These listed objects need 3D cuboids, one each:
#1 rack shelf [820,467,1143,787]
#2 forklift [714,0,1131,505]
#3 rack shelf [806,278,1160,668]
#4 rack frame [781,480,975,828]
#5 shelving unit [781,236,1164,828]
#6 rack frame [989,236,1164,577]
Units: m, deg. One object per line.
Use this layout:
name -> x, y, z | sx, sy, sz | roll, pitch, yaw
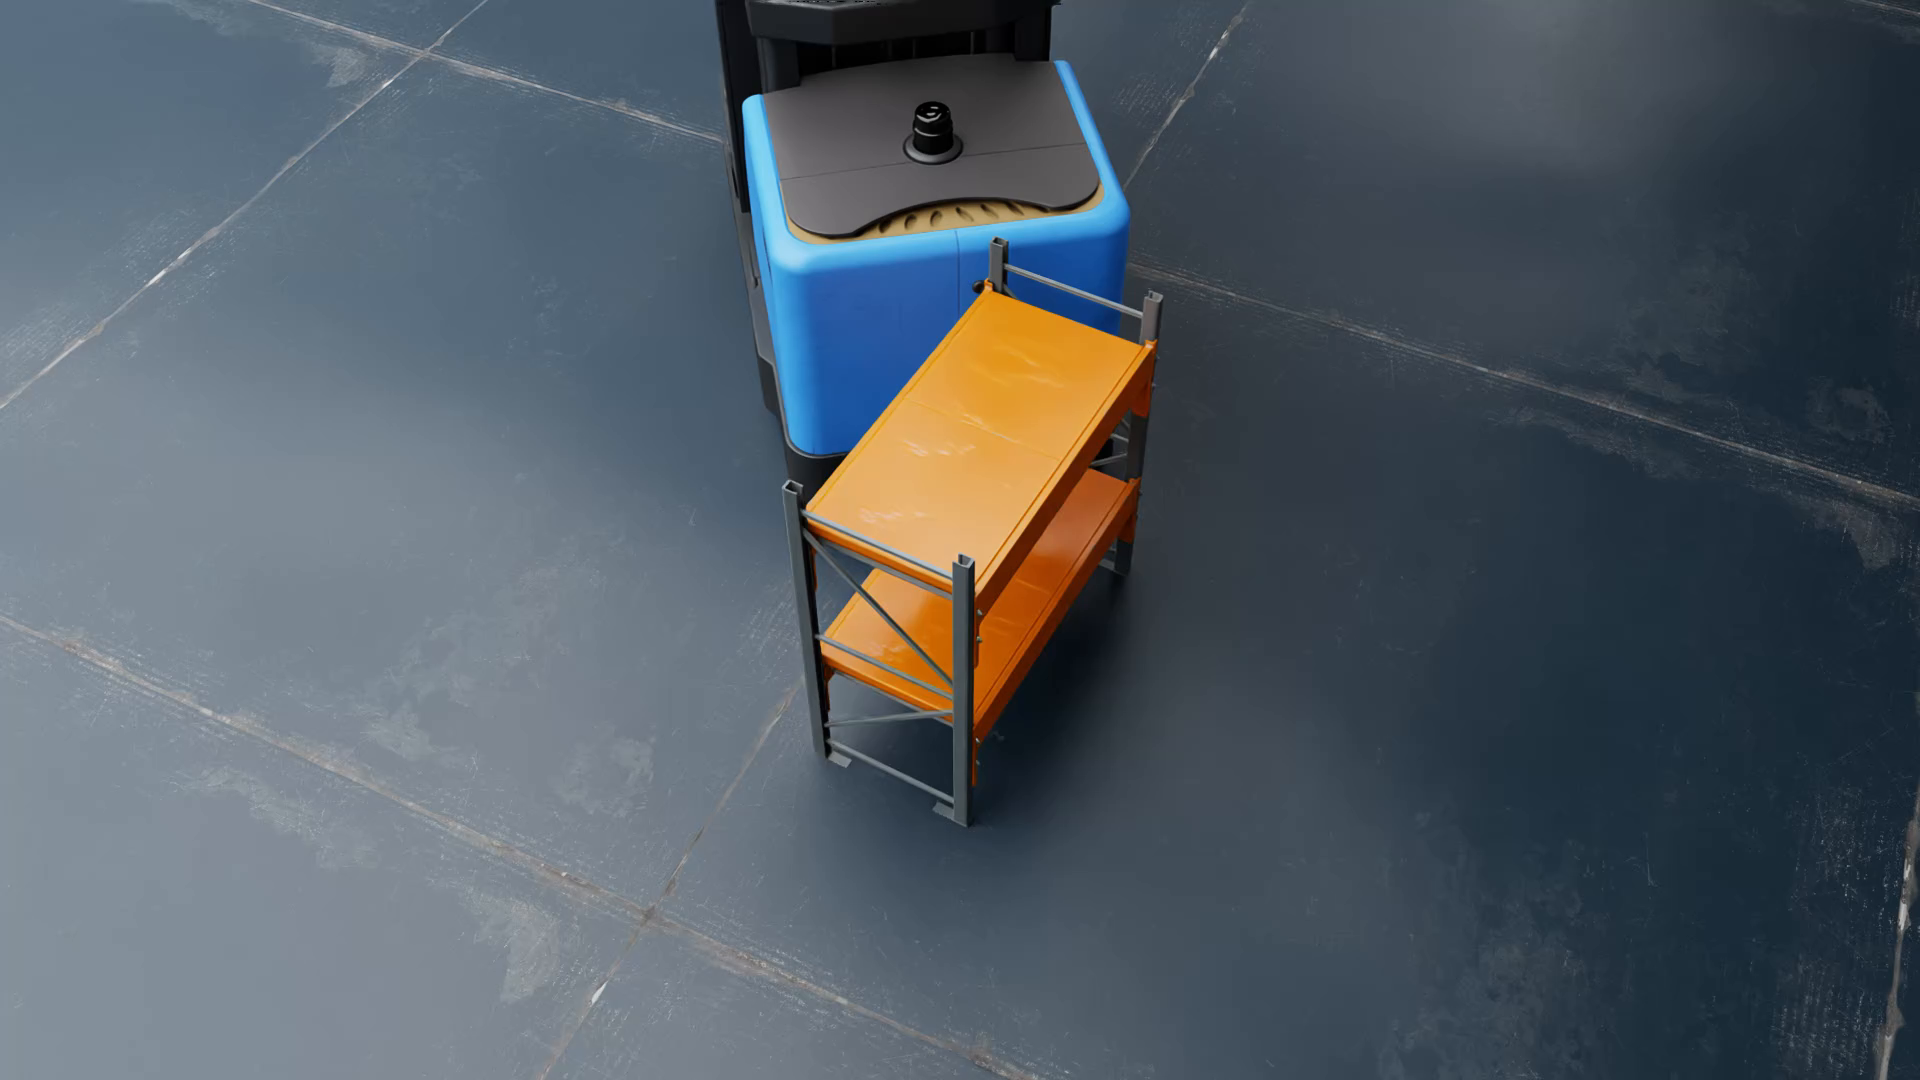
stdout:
rack shelf -> 0.056, 0.145, 4.709 | 0.538, 0.278, 1.000 | 23, 53, 18
forklift -> -0.291, -2.191, 5.190 | 1.130, 2.935, 3.031 | -8, 50, -7
rack shelf -> 0.056, -0.203, 4.300 | 0.538, 0.278, 1.000 | 23, 53, 18
rack frame -> -0.191, 0.325, 4.235 | 0.500, 1.125, 0.032 | 23, 53, 18
shelving unit -> 0.056, -0.013, 4.523 | 0.538, 1.125, 1.048 | 23, 53, 18
rack frame -> 0.304, -0.351, 4.810 | 0.500, 1.125, 0.032 | 23, 53, 18
